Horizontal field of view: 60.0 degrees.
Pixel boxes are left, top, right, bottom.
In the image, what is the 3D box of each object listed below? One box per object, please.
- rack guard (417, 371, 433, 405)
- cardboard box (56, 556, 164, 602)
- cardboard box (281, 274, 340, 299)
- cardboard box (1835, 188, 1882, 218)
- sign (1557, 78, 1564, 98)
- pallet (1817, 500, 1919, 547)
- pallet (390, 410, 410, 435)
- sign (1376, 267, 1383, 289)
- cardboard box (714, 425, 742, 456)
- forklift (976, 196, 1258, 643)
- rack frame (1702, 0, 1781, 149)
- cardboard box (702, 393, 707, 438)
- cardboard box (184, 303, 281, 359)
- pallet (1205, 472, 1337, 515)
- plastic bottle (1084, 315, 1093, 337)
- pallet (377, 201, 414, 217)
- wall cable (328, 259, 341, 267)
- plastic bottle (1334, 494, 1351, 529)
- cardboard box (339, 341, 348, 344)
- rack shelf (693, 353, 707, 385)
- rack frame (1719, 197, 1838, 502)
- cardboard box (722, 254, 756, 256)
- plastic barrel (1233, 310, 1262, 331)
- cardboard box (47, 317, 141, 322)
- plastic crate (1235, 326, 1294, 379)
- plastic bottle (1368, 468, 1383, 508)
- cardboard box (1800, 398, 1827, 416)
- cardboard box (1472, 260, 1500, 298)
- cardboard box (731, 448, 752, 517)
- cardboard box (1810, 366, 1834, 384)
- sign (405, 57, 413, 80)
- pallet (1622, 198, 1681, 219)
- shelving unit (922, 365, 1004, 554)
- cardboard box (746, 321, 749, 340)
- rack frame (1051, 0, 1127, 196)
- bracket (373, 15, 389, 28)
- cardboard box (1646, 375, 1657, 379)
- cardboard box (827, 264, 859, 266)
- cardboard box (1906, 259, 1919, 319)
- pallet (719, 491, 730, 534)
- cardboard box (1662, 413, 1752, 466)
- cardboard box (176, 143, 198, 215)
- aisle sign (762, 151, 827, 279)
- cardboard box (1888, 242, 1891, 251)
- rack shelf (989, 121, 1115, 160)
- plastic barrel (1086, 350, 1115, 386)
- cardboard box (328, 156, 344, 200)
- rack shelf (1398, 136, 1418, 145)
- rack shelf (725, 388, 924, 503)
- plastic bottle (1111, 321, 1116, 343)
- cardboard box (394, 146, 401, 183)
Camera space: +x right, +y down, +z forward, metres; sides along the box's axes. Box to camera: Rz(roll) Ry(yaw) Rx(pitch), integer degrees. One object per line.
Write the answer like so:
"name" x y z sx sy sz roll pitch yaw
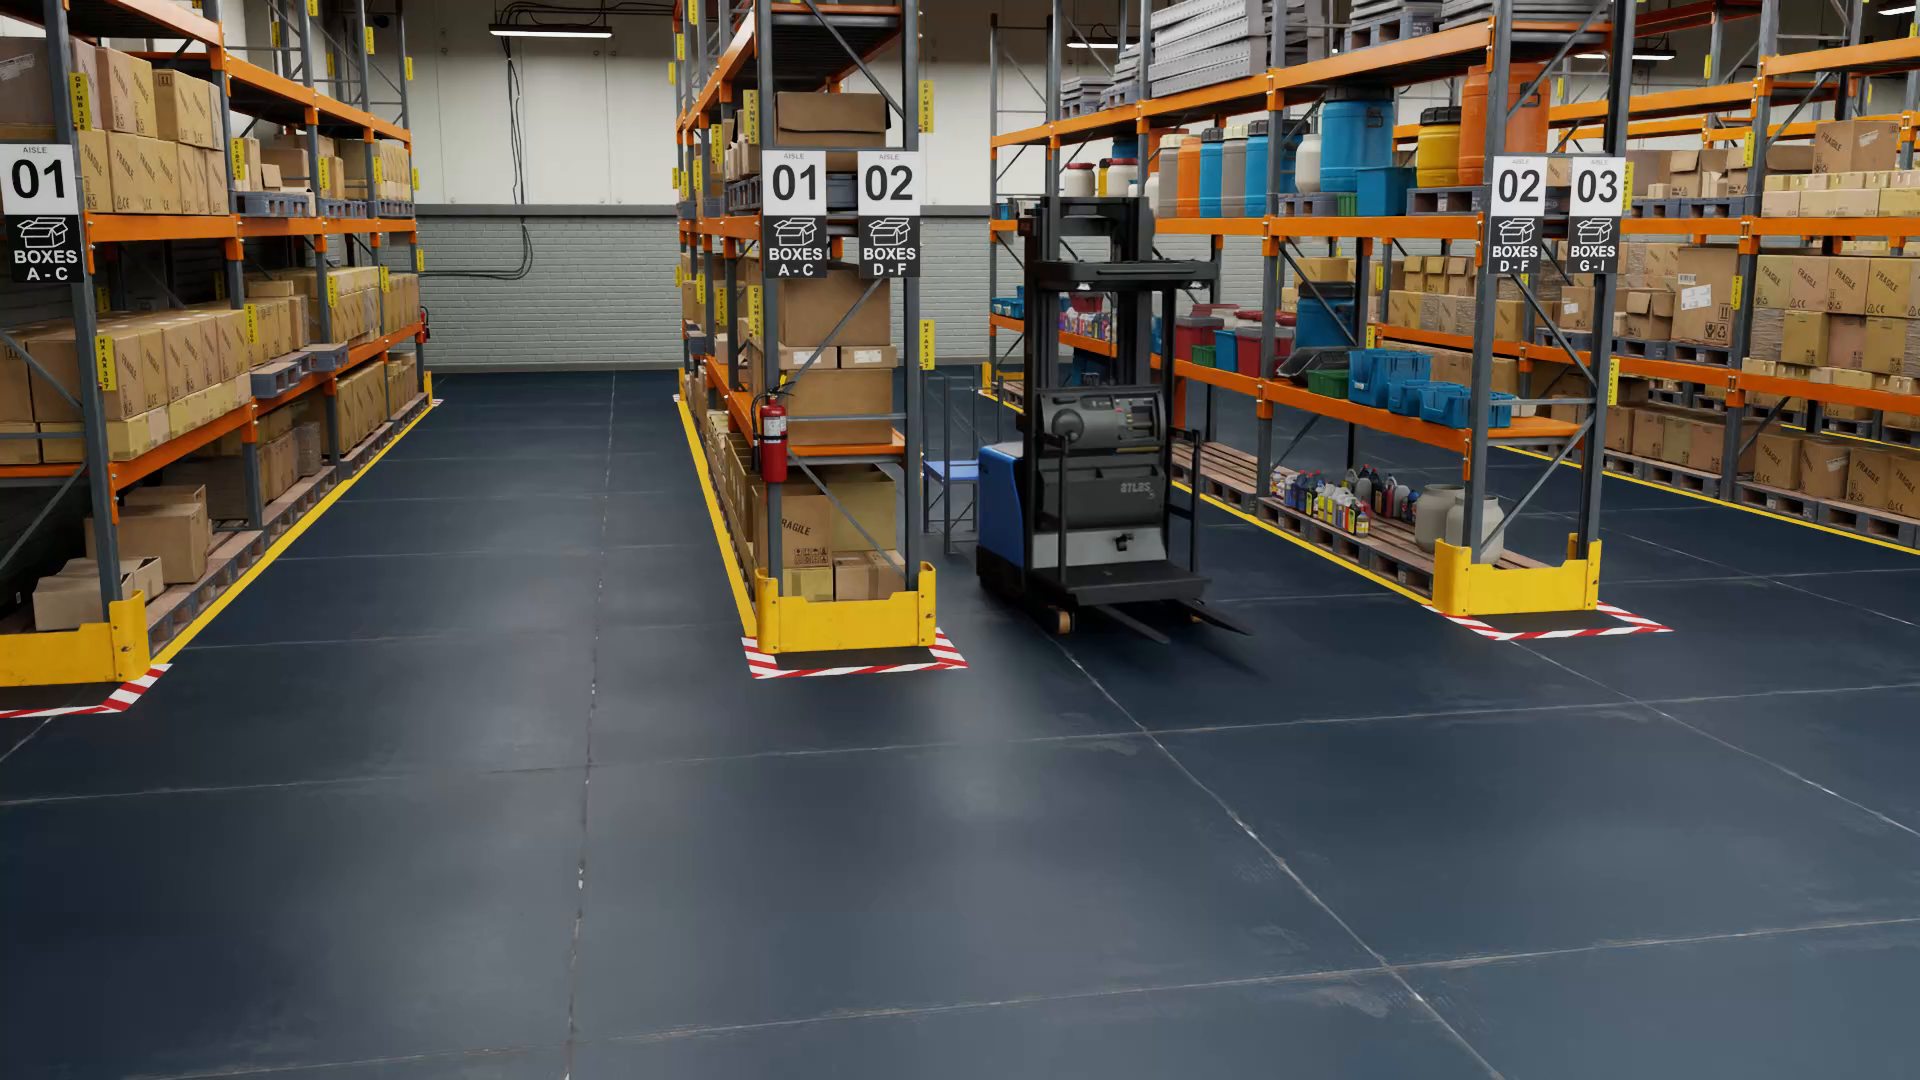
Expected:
"rack guard" -8.738 -2.320 25.547 1.175 0.500 0.348 -2 11 -11
"cardboard box" -5.778 0.261 11.316 0.500 0.311 0.500 -1 11 -6
"cardboard box" -7.018 -2.747 17.987 0.500 0.250 0.500 -2 11 -10
"cardboard box" 8.208 -3.002 14.828 0.500 0.250 0.500 -3 11 -13
"sign" 10.196 -7.671 28.221 0.100 0.325 0.005 -2 11 -11
"pallet" 8.583 -0.167 15.009 1.003 0.211 1.213 -2 11 -11
"pallet" -8.026 -1.582 22.444 1.003 0.211 1.213 -2 11 -11
"sign" 6.077 -3.794 24.079 0.100 0.325 0.005 -2 11 -11
"cardboard box" -2.197 -0.997 16.644 0.500 0.311 0.500 -2 11 -12
"forklift" 1.074 -0.880 11.482 1.130 2.935 3.031 -4 11 -18
"rack frame" 11.506 -6.459 24.564 1.000 3.000 0.127 -2 11 -11
"cardboard box" -2.831 -1.503 20.079 0.500 0.500 0.500 -3 11 -13
"cardboard box" -6.725 -1.925 15.342 0.700 0.500 0.500 -1 11 -3
"pallet" 3.128 -0.475 16.630 1.003 0.211 1.213 -2 11 -11
"plastic bottle" 1.704 -2.798 21.706 0.152 0.276 0.135 -2 11 -11
"pallet" -8.578 -4.838 24.305 1.003 0.211 1.213 -2 11 -11
"wall cable" -9.910 -4.243 26.248 0.084 1.984 1.851 -2 11 -11
"plastic bottle" 3.260 -0.241 14.047 0.152 0.276 0.135 -2 11 -13
"cardboard box" -7.023 -2.130 18.481 0.380 0.149 0.250 -2 11 -9
"rack shelf" -2.708 -2.270 20.526 1.077 0.370 4.000 -2 11 -11
"rack frame" 8.177 -1.883 16.566 1.000 3.000 0.127 -2 11 -11
"cardboard box" -3.214 -3.911 24.281 0.500 0.500 0.500 -2 11 -9
"plastic barrel" 3.121 -2.167 17.695 0.433 0.535 0.433 0 11 0
"cardboard box" -6.324 -1.367 12.196 0.500 0.500 0.500 -2 11 -9
"plastic crate" 2.925 -1.812 16.022 0.402 0.464 0.583 -2 11 -11
"plastic bottle" 3.764 -0.475 15.076 0.144 0.351 0.185 -3 11 -14
"cardboard box" 11.802 -1.963 22.551 0.500 0.500 0.500 -2 11 -9
"cardboard box" 7.149 -3.413 21.654 0.797 0.503 0.637 -2 11 -10
"cardboard box" -1.563 -0.467 13.355 0.500 0.500 0.500 -2 11 -11
"cardboard box" 8.102 -1.525 15.358 0.380 0.149 0.250 -2 11 -11
"sign" -8.198 -7.005 24.725 0.100 0.325 0.005 -2 11 -11
"pallet" 7.957 -3.571 17.917 1.213 0.211 1.003 -2 11 -11
"shelving unit" 0.017 -0.721 14.474 0.538 1.500 1.048 -2 11 -11
"cardboard box" -1.578 -1.741 13.821 0.380 0.149 0.250 -2 11 -13
"rack frame" 1.763 -6.117 22.768 1.000 3.000 0.127 -2 11 -11
"bracket" -10.300 -9.246 29.581 0.235 0.232 0.430 -2 11 -11
"cardboard box" 10.999 -2.608 26.081 0.380 0.149 0.250 -3 11 -13
"cardboard box" -1.058 -1.761 12.187 0.700 0.500 0.500 -2 11 -11
"cardboard box" 8.408 -2.111 14.027 0.500 0.500 0.500 -2 11 -11
"pallet" -1.722 -0.287 15.640 1.003 0.211 1.213 -2 11 -11
"cardboard box" 8.005 -1.073 17.818 0.700 0.500 0.500 -2 11 -11
"cardboard box" -5.828 -2.598 11.979 0.500 0.500 0.500 -3 11 -13
"aisle sign" -1.038 -2.044 10.460 0.394 0.787 0.004 -2 11 -11
"cardboard box" 15.721 -4.896 27.719 0.380 0.149 0.250 -2 11 -11
"rack shelf" 1.374 -5.934 24.800 1.077 0.370 4.000 -2 11 -11
"plastic barrel" 1.990 -2.115 22.276 0.600 0.901 0.708 -2 11 -11
"cardboard box" -7.720 -4.283 19.712 0.700 0.500 0.500 -2 11 -12
"rack shelf" 6.232 -6.114 25.746 1.077 0.370 4.000 -2 11 -11
"rack shelf" -1.152 -0.803 12.817 1.077 0.370 4.000 -2 11 -11
"plastic bottle" 1.919 -2.567 20.507 0.097 0.271 0.097 0 11 0
"cardboard box" -8.127 -5.255 23.267 0.500 0.500 0.500 -3 11 -14
